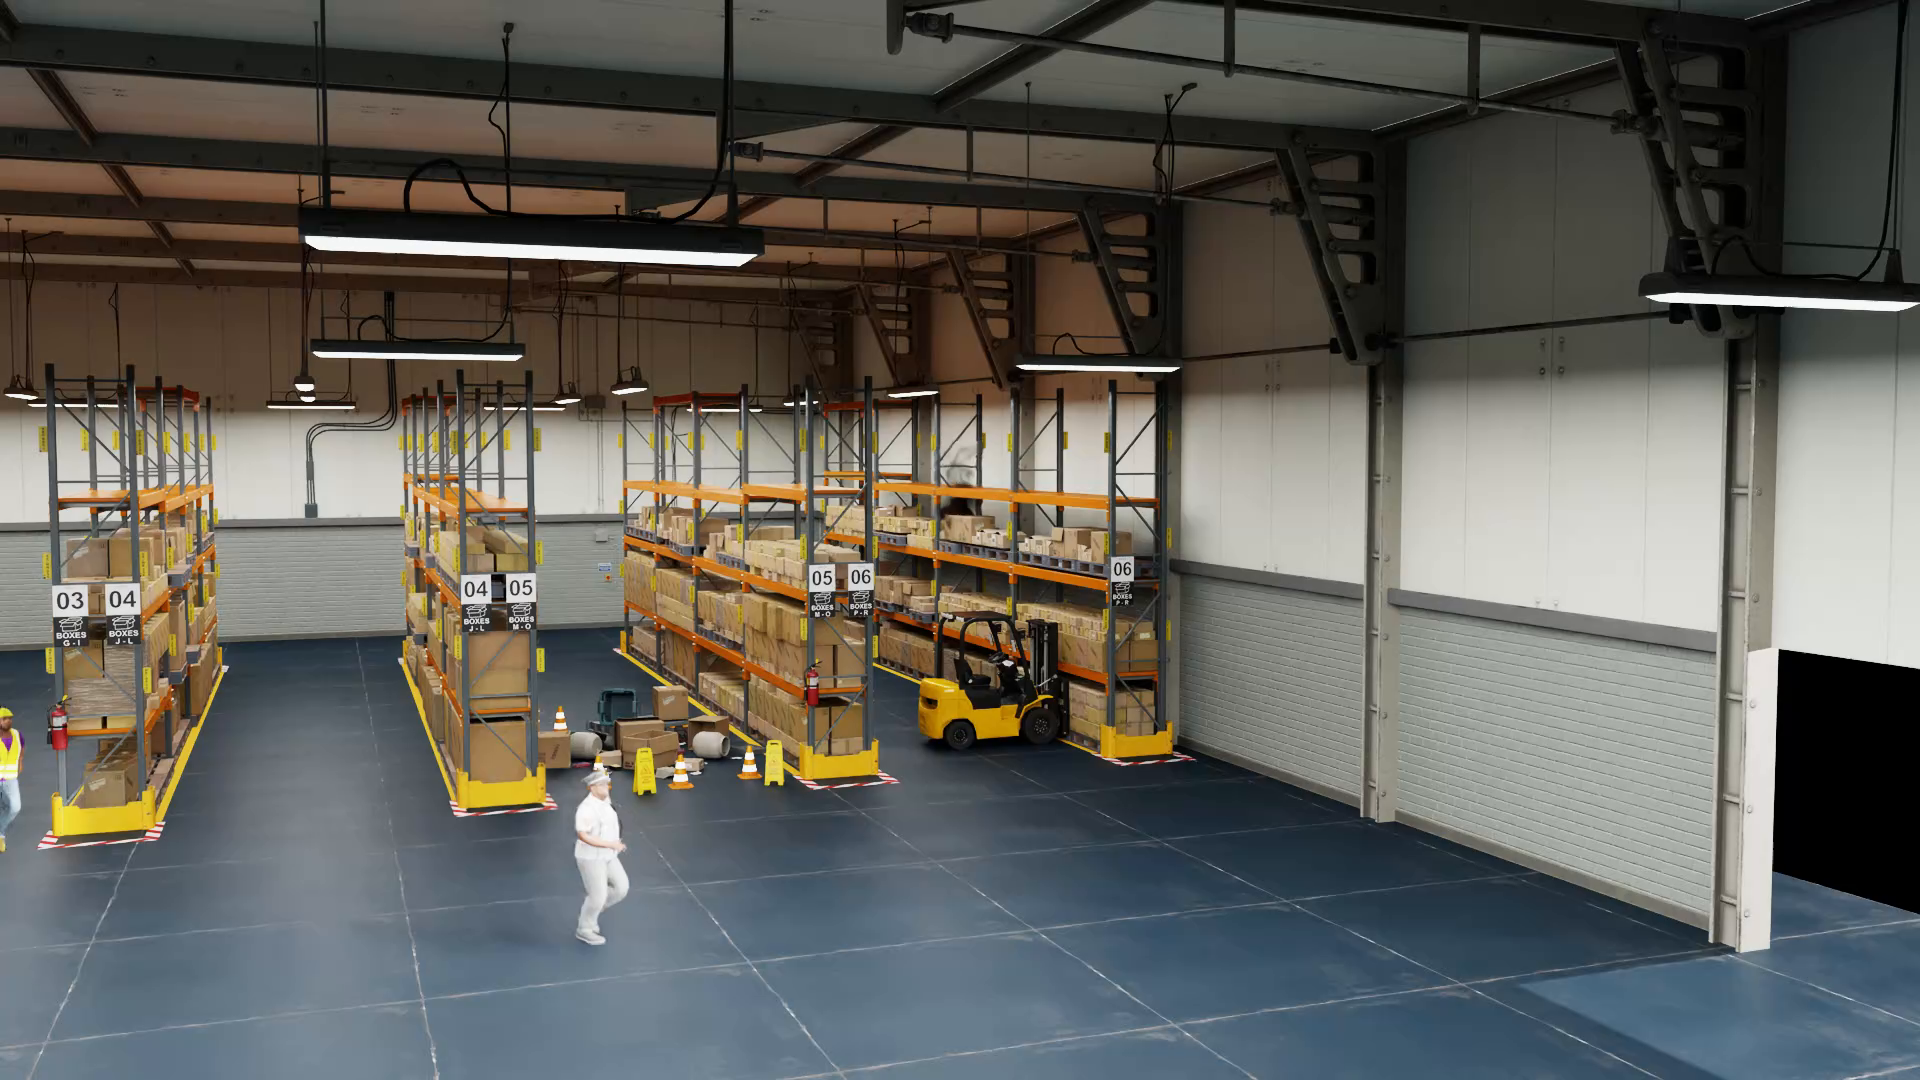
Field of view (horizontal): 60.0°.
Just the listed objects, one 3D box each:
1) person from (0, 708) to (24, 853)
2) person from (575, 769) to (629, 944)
[{"bbox_3d":[-11.737,2.949,20.388,0.691,1.781,0.699,3,4,39],"label":"person"},{"bbox_3d":[-3.569,3.153,16.657,0.600,1.749,0.690,1,3,15],"label":"person"}]
